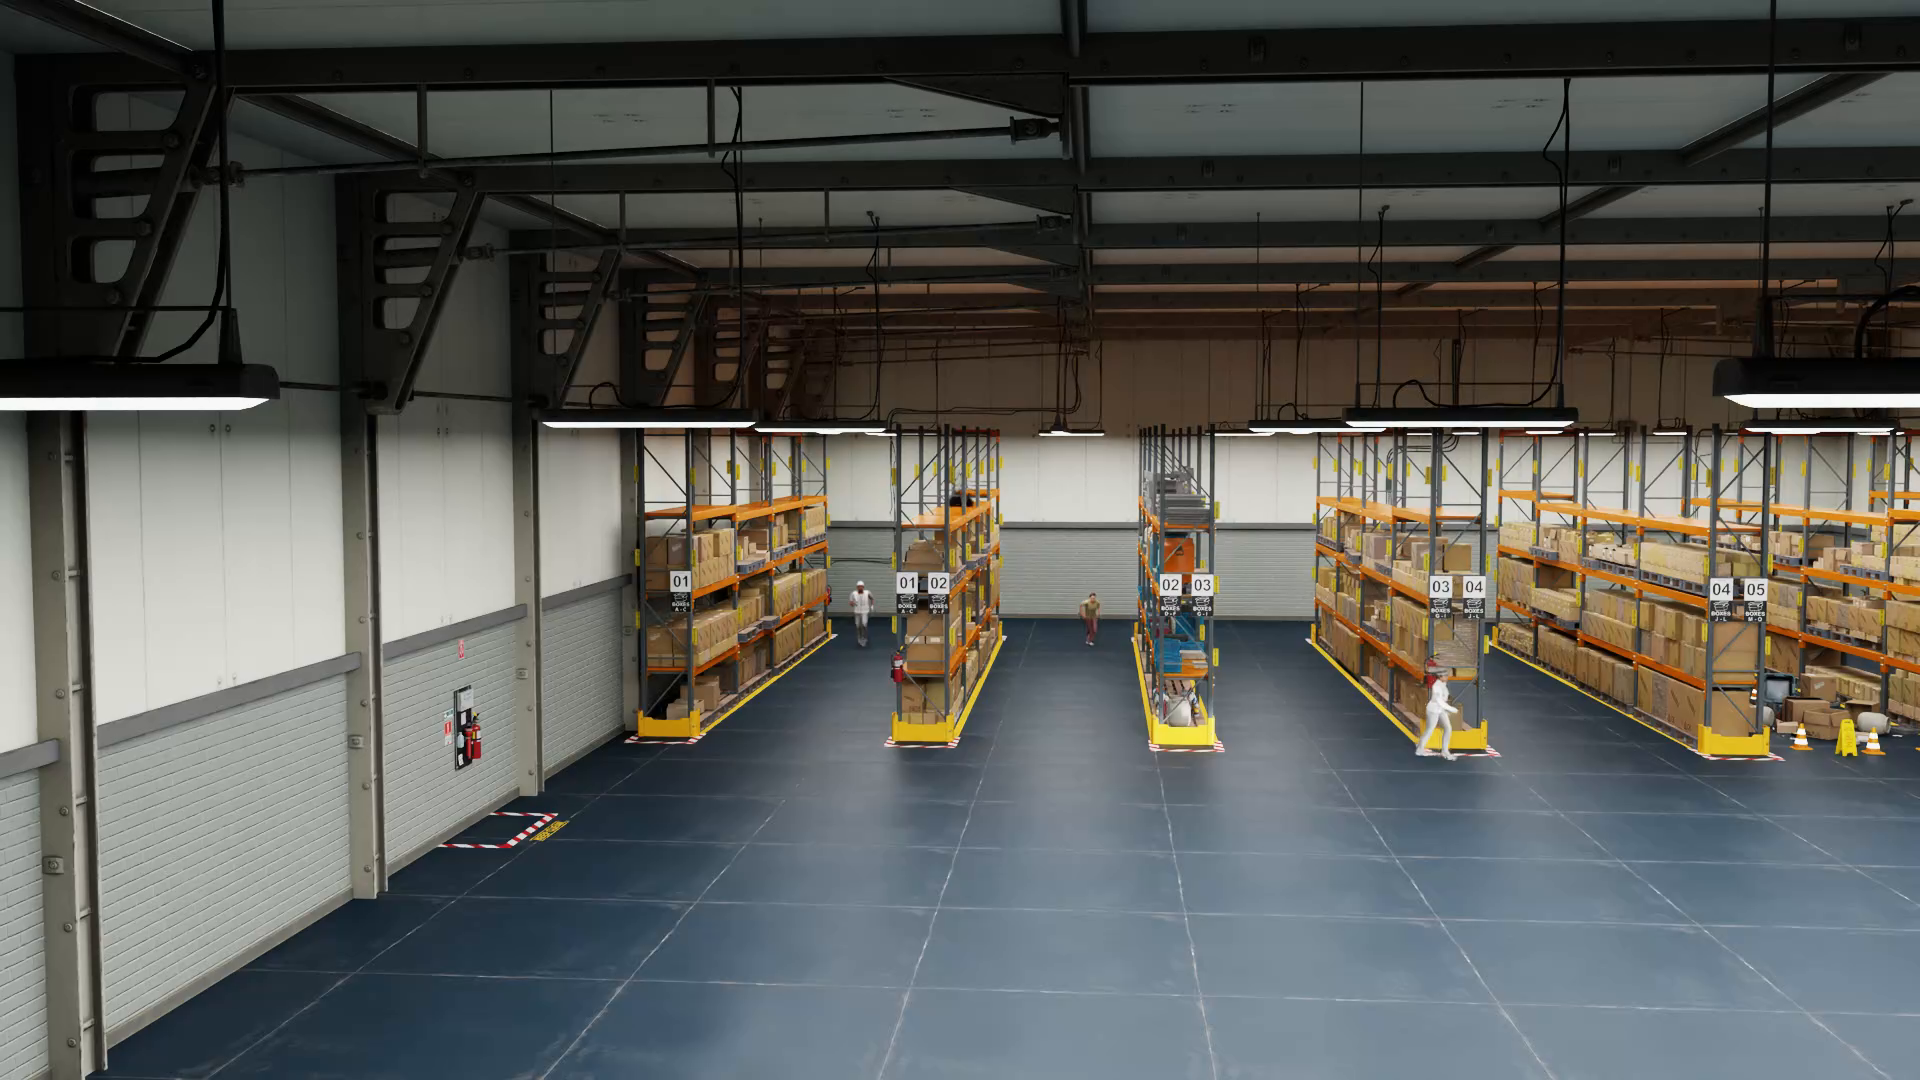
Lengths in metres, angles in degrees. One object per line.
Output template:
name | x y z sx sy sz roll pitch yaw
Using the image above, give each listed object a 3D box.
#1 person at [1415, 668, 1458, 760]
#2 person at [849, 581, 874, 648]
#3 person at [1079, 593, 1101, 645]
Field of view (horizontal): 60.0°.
person | 8.514 3.093 29.690 0.736 1.666 0.510 2 4 35
person | -2.723 2.047 45.848 0.655 1.836 0.853 0 3 3
person | 3.600 2.184 46.185 0.597 1.495 0.812 0 4 -8
